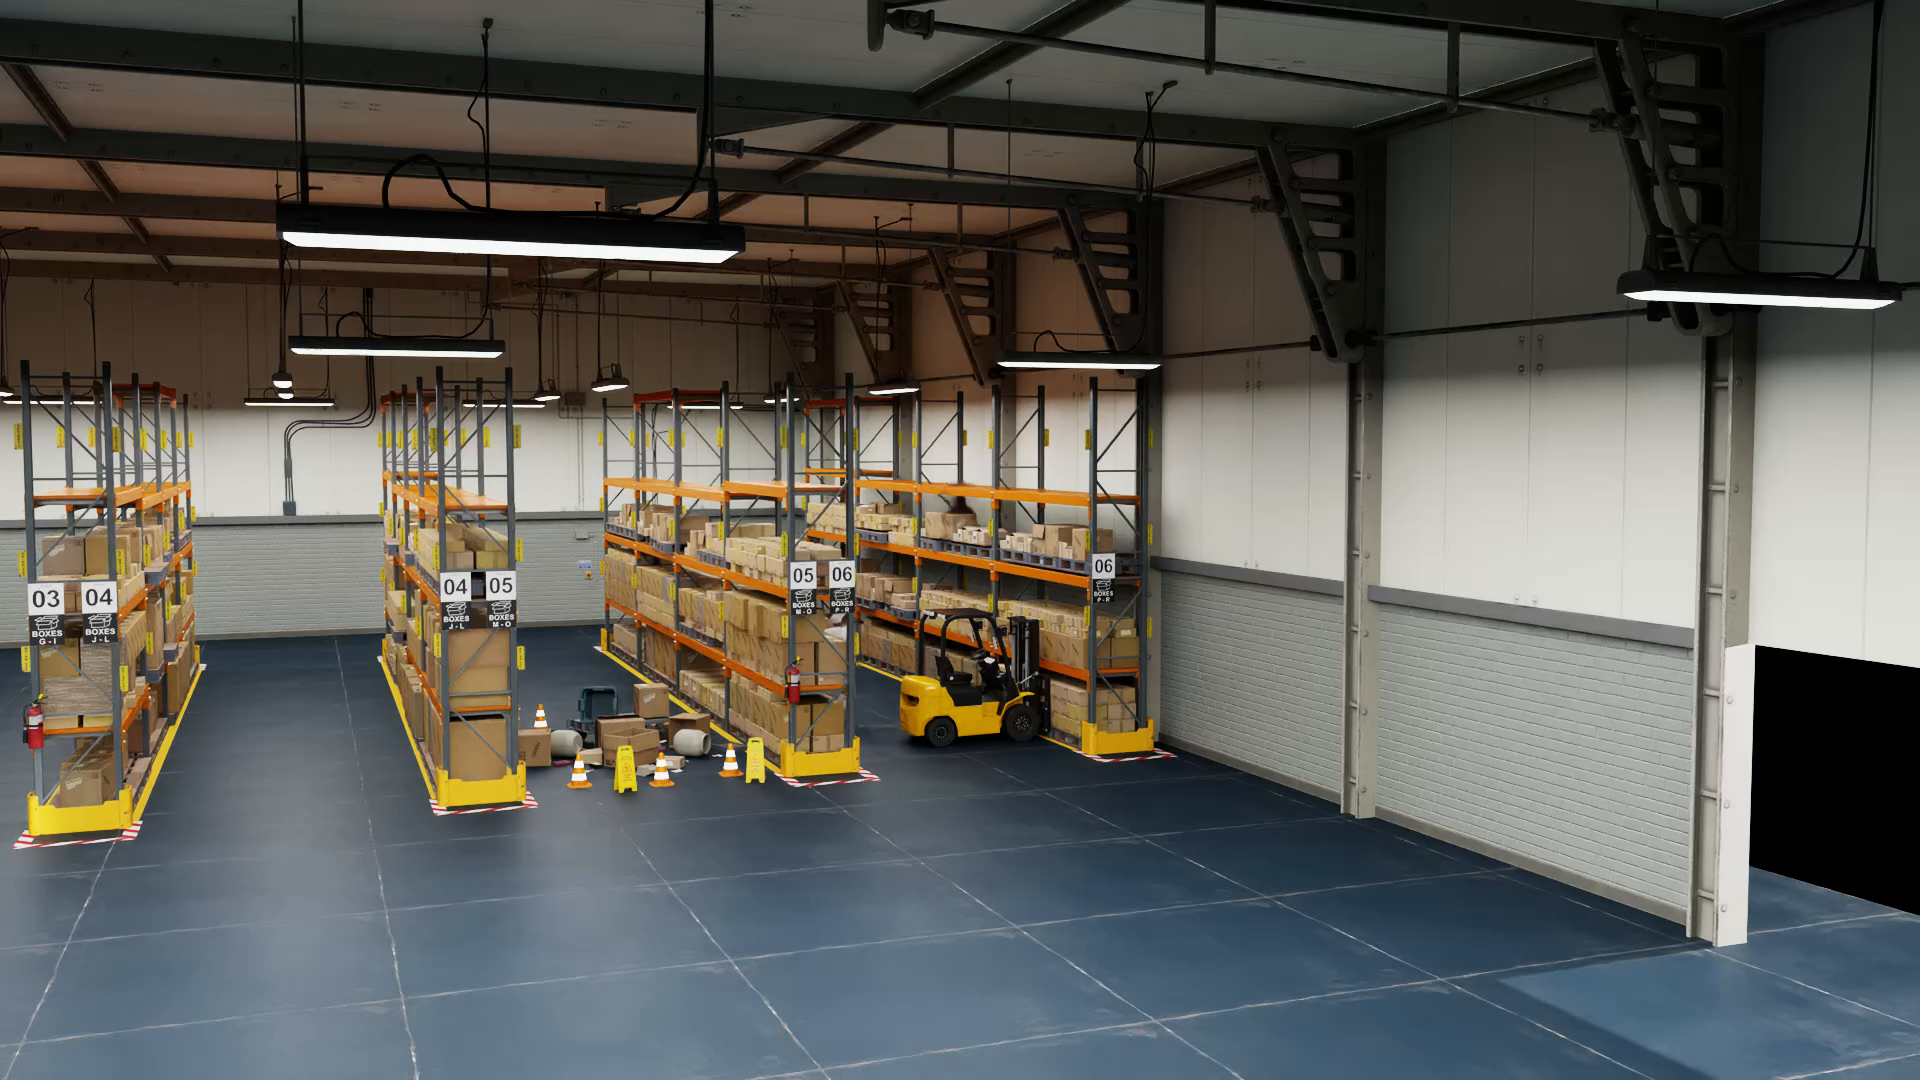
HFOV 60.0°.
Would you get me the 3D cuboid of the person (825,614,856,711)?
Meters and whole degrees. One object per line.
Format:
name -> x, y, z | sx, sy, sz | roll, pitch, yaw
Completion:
person -> -2.239, 2.212, 30.107 | 0.562, 1.804, 0.775 | -1, 4, -23
